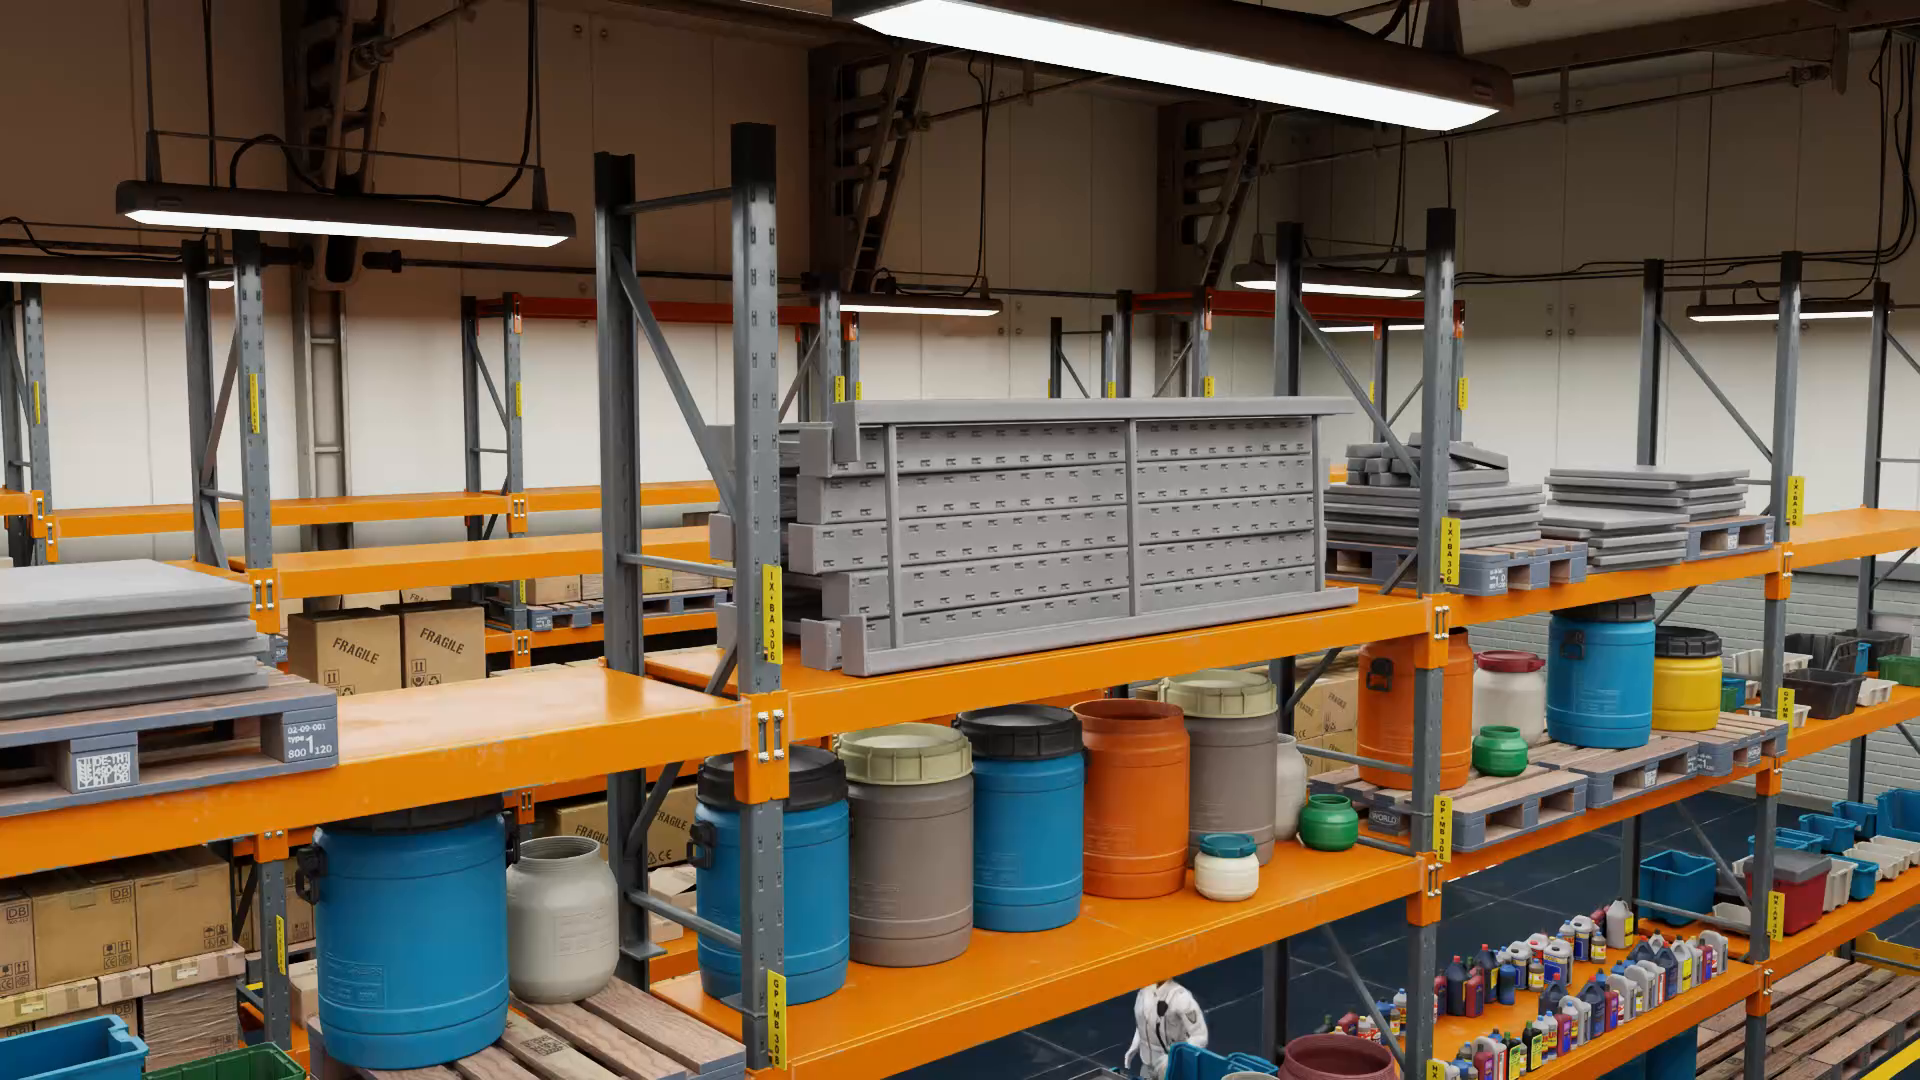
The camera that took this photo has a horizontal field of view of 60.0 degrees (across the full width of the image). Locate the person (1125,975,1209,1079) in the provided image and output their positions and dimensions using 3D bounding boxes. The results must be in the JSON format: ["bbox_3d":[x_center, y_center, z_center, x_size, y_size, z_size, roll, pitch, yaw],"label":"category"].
[{"bbox_3d":[1.363,3.347,10.612,0.620,1.678,0.618,-4,6,-33],"label":"person"}]
